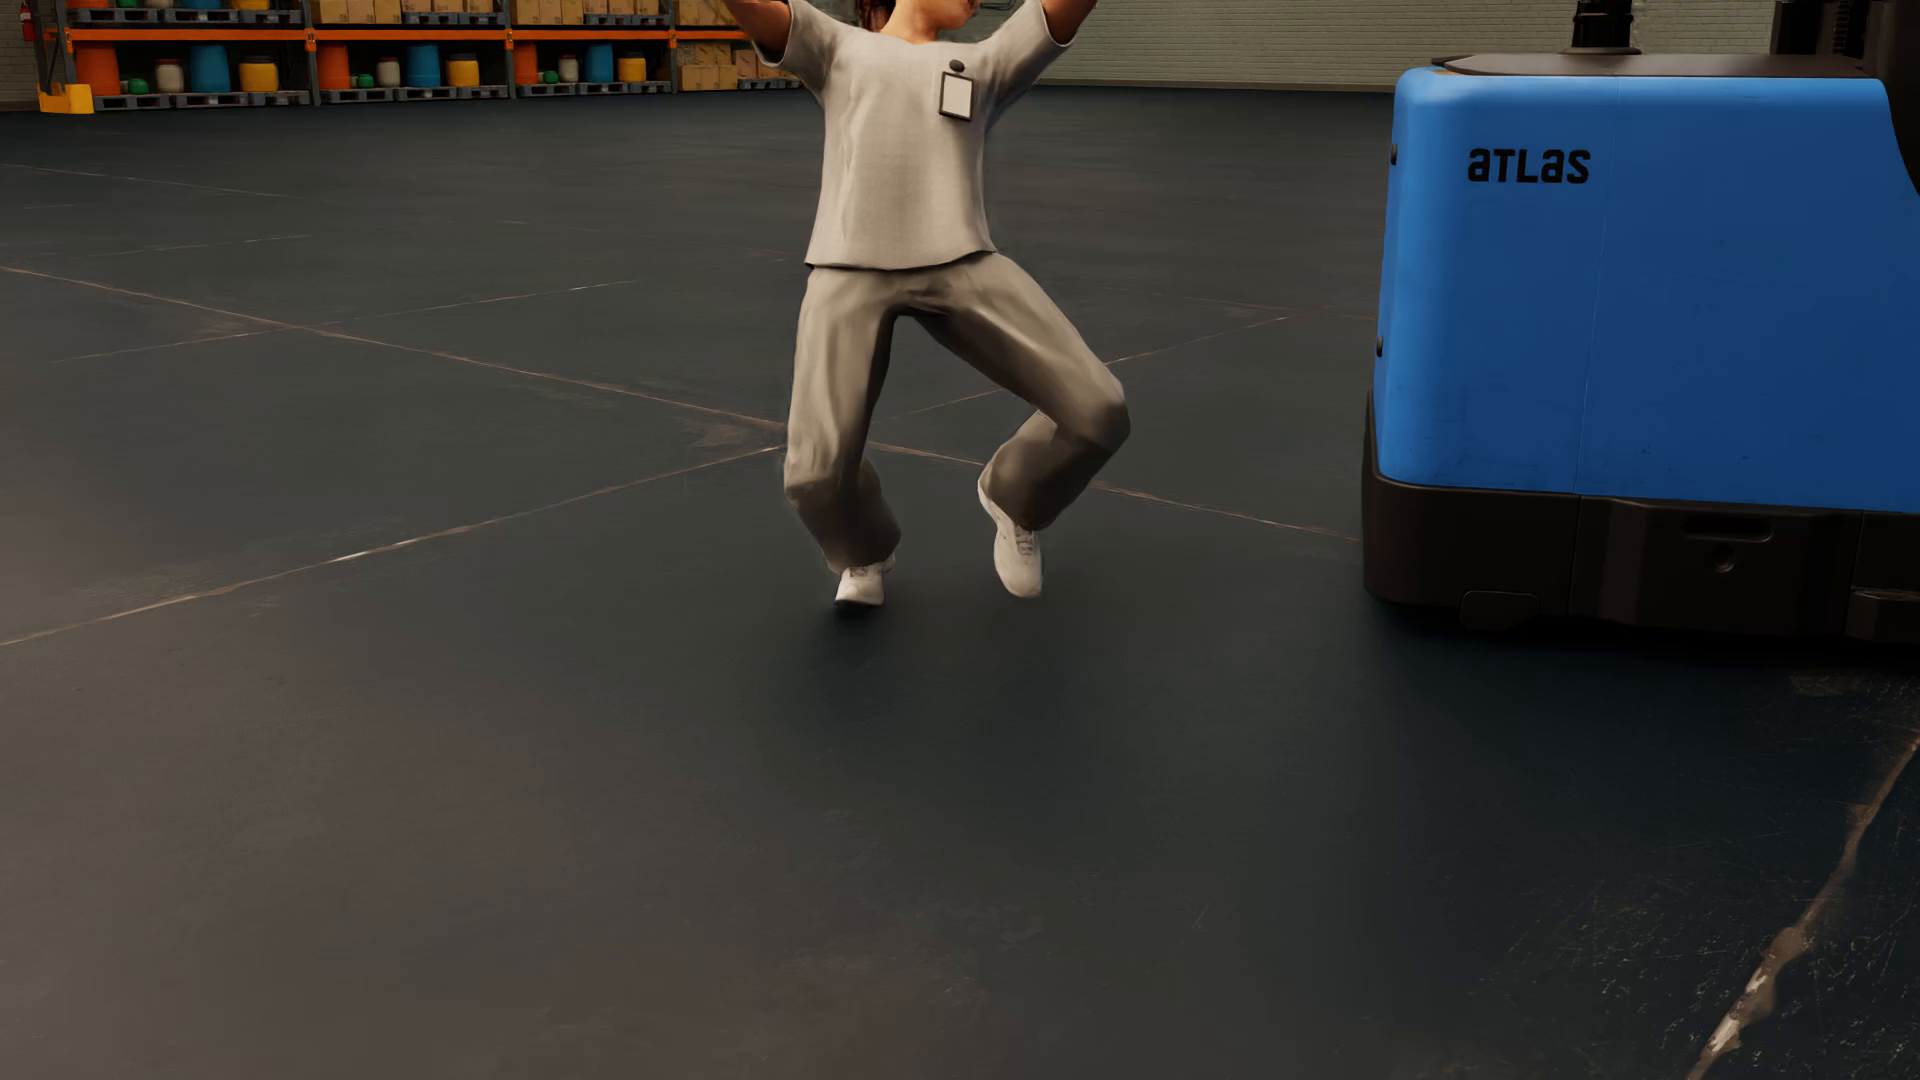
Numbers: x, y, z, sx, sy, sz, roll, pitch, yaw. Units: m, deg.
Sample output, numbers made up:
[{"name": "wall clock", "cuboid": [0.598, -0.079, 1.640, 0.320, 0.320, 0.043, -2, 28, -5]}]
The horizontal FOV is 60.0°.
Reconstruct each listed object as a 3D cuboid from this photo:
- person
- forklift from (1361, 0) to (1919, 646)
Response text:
[{"name": "person", "cuboid": [-0.118, -0.619, 3.254, 0.877, 1.556, 0.691, -3, 17, -10]}, {"name": "forklift", "cuboid": [2.393, -1.263, 3.055, 3.031, 2.935, 1.130, 4, 17, 12]}]
